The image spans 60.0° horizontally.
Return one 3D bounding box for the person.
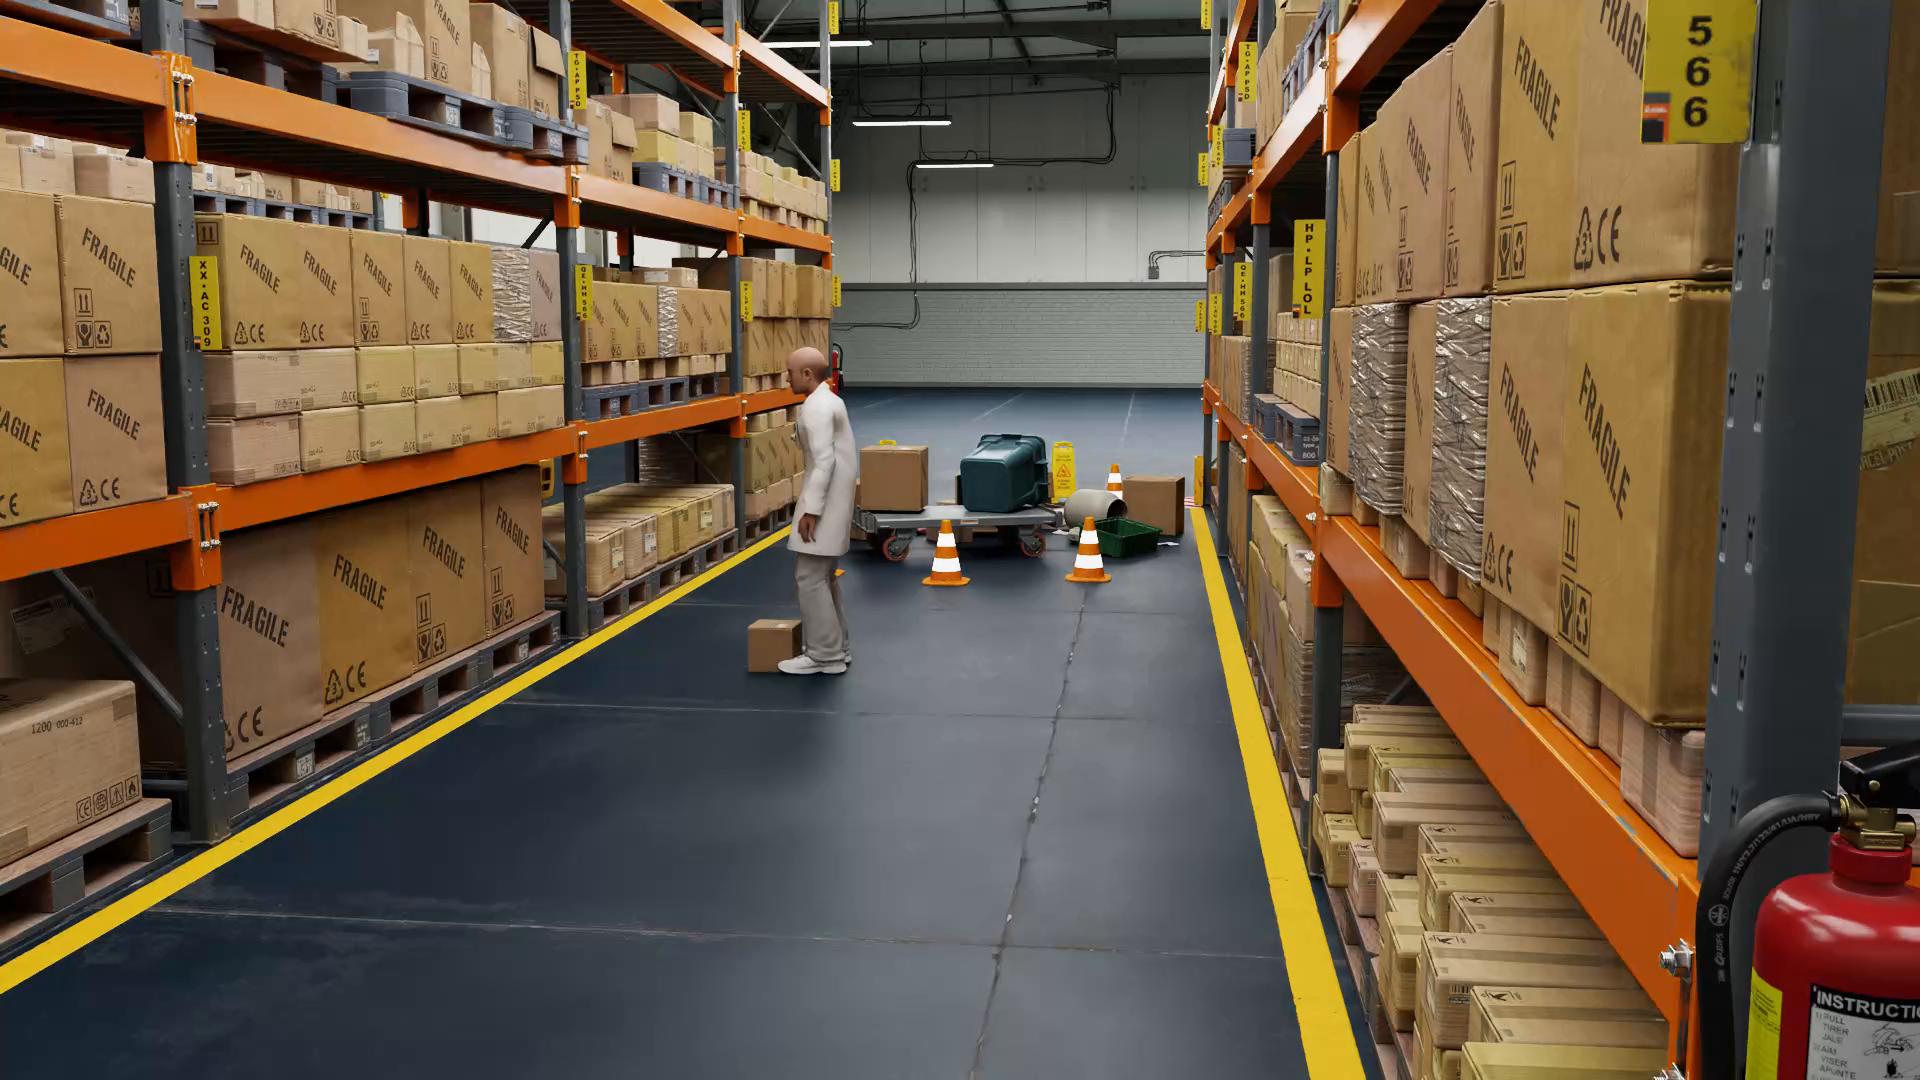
[{"bbox_3d":[-0.777,-0.163,9.096,0.429,1.773,0.650,0,7,3],"label":"person"}]
